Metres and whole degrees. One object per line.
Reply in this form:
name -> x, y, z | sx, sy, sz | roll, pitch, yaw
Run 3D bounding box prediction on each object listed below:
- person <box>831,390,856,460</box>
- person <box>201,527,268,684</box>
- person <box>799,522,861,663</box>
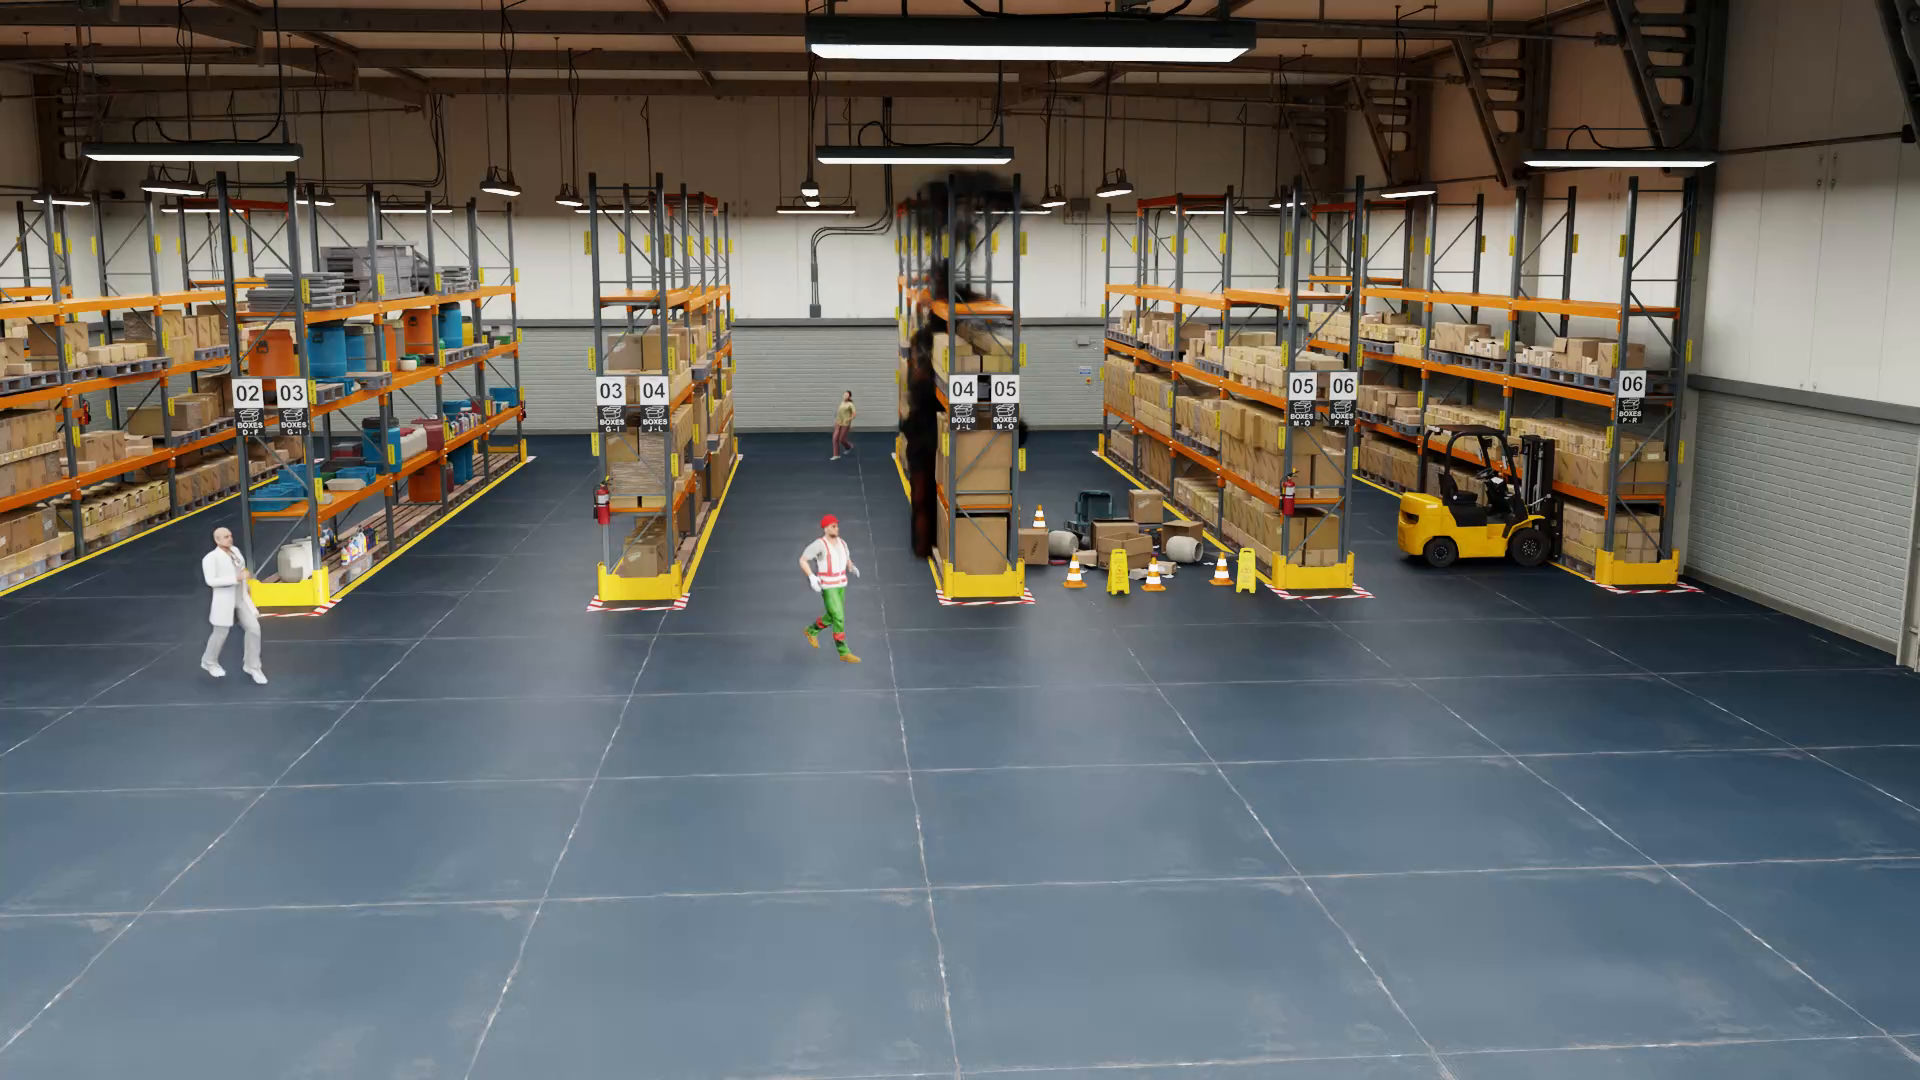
person -> -2.745, -2.727, 39.497 | 0.624, 1.650, 0.725 | 7, 12, 36
person -> -8.473, 0.761, 19.261 | 0.866, 1.846, 0.677 | 5, 11, 26
person -> -1.581, 0.590, 20.264 | 0.976, 1.721, 0.678 | 8, 13, 37
